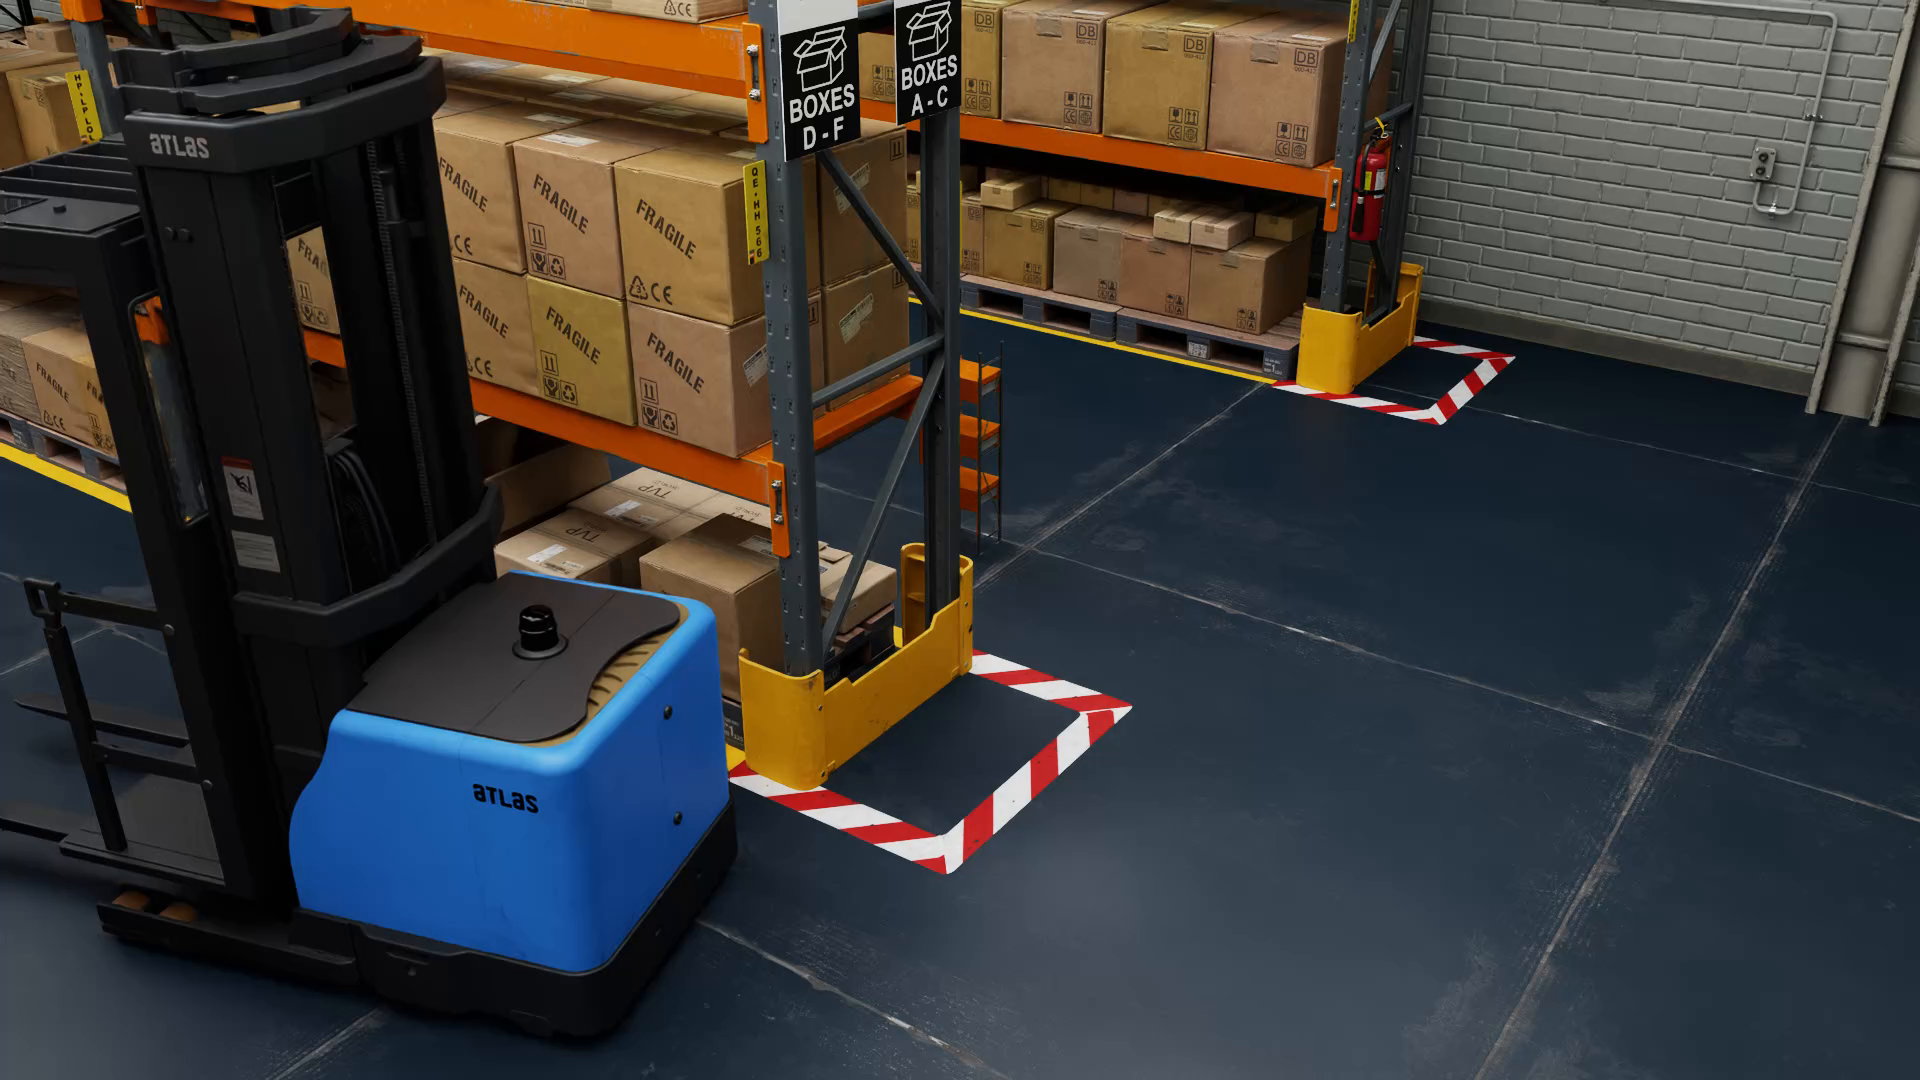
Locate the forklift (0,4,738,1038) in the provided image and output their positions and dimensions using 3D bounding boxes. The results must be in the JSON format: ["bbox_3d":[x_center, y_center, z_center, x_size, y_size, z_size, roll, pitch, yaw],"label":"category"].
[{"bbox_3d":[-2.363,-0.148,5.309,3.031,2.935,1.130,8,28,16],"label":"forklift"}]

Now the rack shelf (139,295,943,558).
[{"bbox_3d":[-1.979,-0.801,7.310,4.000,0.370,1.077,17,32,30],"label":"rack shelf"}]

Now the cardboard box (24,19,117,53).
[{"bbox_3d":[-9.152,-5.087,17.210,0.500,0.500,0.700,15,31,27],"label":"cardboard box"}]

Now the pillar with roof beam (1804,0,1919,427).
[{"bbox_3d":[2.749,-3.155,4.529,0.400,9.000,9.100,17,32,30],"label":"pillar with roof beam"}]

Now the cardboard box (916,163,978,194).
[{"bbox_3d":[-0.088,-2.464,11.362,0.250,0.149,0.380,19,32,32],"label":"cardboard box"}]

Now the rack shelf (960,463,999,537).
[{"bbox_3d":[0.044,-0.197,8.116,0.240,0.259,0.215,17,32,30],"label":"rack shelf"}]

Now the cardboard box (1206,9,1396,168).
[{"bbox_3d":[2.045,-2.722,9.961,0.700,0.700,0.980,19,33,33],"label":"cardboard box"}]

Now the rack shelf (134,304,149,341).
[{"bbox_3d":[-5.276,-1.828,9.329,4.000,0.370,1.077,17,32,30],"label":"rack shelf"}]

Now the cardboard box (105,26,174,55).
[{"bbox_3d":[-8.298,-4.876,16.796,0.544,0.500,0.544,18,32,31],"label":"cardboard box"}]

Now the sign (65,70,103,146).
[{"bbox_3d":[-3.939,-1.943,7.484,0.005,0.325,0.100,17,32,30],"label":"sign"}]

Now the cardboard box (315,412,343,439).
[{"bbox_3d":[-3.404,-0.445,8.296,0.500,0.311,0.500,17,32,30],"label":"cardboard box"}]

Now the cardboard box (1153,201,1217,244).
[{"bbox_3d":[1.418,-1.996,10.443,0.250,0.149,0.380,18,32,32],"label":"cardboard box"}]

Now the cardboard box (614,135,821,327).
[{"bbox_3d":[-0.853,-1.110,5.911,0.500,0.500,0.500,17,32,30],"label":"cardboard box"}]

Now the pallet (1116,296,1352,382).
[{"bbox_3d":[1.768,-1.394,10.757,1.213,0.211,1.003,17,32,30],"label":"pallet"}]

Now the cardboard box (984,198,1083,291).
[{"bbox_3d":[0.567,-2.068,11.300,0.500,0.500,0.700,18,32,31],"label":"cardboard box"}]

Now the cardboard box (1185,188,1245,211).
[{"bbox_3d":[1.636,-2.138,10.722,0.250,0.149,0.380,17,32,30],"label":"cardboard box"}]

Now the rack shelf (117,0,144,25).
[{"bbox_3d":[-9.069,-5.736,17.006,4.000,0.370,1.077,17,32,30],"label":"rack shelf"}]

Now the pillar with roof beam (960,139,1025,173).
[{"bbox_3d":[-2.196,-4.696,7.556,0.400,9.000,9.100,17,32,30],"label":"pillar with roof beam"}]

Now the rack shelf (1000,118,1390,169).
[{"bbox_3d":[0.823,-2.741,10.907,3.809,0.124,0.919,17,32,30],"label":"rack shelf"}]

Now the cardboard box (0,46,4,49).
[{"bbox_3d":[-5.696,-2.468,9.220,0.700,0.500,0.500,-24,36,-39],"label":"cardboard box"}]

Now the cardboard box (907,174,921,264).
[{"bbox_3d":[-0.267,-2.331,11.816,0.500,0.500,0.700,18,32,31],"label":"cardboard box"}]

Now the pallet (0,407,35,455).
[{"bbox_3d":[-5.329,-0.900,9.787,1.213,0.211,1.003,17,32,30],"label":"pallet"}]

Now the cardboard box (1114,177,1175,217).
[{"bbox_3d":[1.220,-2.268,10.977,0.250,0.149,0.380,18,32,31],"label":"cardboard box"}]

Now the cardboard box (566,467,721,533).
[{"bbox_3d":[-1.442,-0.081,7.649,0.500,0.250,0.500,17,32,30],"label":"cardboard box"}]

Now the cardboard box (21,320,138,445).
[{"bbox_3d":[-4.599,-0.867,8.918,0.500,0.500,0.500,17,32,30],"label":"cardboard box"}]

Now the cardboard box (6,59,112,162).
[{"bbox_3d":[-4.494,-2.225,8.742,0.500,0.500,0.700,23,35,38],"label":"cardboard box"}]

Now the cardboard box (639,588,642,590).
[{"bbox_3d":[-1.201,0.273,7.045,0.250,0.166,0.380,17,32,30],"label":"cardboard box"}]

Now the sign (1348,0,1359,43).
[{"bbox_3d":[2.153,-2.884,9.071,0.005,0.325,0.100,17,32,30],"label":"sign"}]

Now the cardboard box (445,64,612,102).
[{"bbox_3d":[-1.811,-1.703,7.076,0.500,0.500,0.500,17,32,30],"label":"cardboard box"}]

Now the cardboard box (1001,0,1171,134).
[{"bbox_3d":[0.816,-3.104,10.711,0.700,0.700,0.980,16,31,28],"label":"cardboard box"}]

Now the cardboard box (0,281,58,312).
[{"bbox_3d":[-5.433,-1.126,9.426,0.500,0.500,0.500,16,31,29],"label":"cardboard box"}]

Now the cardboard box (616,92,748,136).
[{"bbox_3d":[-0.982,-1.442,6.564,0.500,0.500,0.500,18,32,31],"label":"cardboard box"}]

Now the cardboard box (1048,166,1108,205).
[{"bbox_3d":[0.800,-2.399,11.234,0.250,0.149,0.380,17,31,29],"label":"cardboard box"}]

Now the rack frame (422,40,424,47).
[{"bbox_3d":[-4.123,-4.516,13.816,0.127,3.000,1.000,17,32,30],"label":"rack frame"}]

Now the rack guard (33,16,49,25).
[{"bbox_3d":[-10.655,-5.436,18.381,0.348,0.500,1.175,17,32,30],"label":"rack guard"}]

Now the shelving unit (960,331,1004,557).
[{"bbox_3d":[0.044,-0.454,7.985,0.252,1.050,0.215,17,32,30],"label":"shelving unit"}]

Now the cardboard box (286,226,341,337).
[{"bbox_3d":[-2.527,-1.188,7.166,0.500,0.500,0.500,17,32,30],"label":"cardboard box"}]

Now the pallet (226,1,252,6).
[{"bbox_3d":[-5.778,-4.923,14.828,1.213,0.211,1.003,17,32,30],"label":"pallet"}]

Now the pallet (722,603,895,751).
[{"bbox_3d":[-1.051,0.411,7.210,1.213,0.211,1.003,17,32,30],"label":"pallet"}]

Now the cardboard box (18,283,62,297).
[{"bbox_3d":[-5.158,-1.327,9.821,0.500,0.500,0.500,16,31,28],"label":"cardboard box"}]

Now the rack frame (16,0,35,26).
[{"bbox_3d":[-10.717,-6.570,17.852,0.127,3.000,1.000,17,32,30],"label":"rack frame"}]

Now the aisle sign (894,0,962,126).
[{"bbox_3d":[-0.108,-1.859,5.730,0.004,0.787,0.394,17,32,30],"label":"aisle sign"}]

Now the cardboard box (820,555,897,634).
[{"bbox_3d":[-0.481,0.230,7.149,0.250,0.149,0.380,17,32,30],"label":"cardboard box"}]
